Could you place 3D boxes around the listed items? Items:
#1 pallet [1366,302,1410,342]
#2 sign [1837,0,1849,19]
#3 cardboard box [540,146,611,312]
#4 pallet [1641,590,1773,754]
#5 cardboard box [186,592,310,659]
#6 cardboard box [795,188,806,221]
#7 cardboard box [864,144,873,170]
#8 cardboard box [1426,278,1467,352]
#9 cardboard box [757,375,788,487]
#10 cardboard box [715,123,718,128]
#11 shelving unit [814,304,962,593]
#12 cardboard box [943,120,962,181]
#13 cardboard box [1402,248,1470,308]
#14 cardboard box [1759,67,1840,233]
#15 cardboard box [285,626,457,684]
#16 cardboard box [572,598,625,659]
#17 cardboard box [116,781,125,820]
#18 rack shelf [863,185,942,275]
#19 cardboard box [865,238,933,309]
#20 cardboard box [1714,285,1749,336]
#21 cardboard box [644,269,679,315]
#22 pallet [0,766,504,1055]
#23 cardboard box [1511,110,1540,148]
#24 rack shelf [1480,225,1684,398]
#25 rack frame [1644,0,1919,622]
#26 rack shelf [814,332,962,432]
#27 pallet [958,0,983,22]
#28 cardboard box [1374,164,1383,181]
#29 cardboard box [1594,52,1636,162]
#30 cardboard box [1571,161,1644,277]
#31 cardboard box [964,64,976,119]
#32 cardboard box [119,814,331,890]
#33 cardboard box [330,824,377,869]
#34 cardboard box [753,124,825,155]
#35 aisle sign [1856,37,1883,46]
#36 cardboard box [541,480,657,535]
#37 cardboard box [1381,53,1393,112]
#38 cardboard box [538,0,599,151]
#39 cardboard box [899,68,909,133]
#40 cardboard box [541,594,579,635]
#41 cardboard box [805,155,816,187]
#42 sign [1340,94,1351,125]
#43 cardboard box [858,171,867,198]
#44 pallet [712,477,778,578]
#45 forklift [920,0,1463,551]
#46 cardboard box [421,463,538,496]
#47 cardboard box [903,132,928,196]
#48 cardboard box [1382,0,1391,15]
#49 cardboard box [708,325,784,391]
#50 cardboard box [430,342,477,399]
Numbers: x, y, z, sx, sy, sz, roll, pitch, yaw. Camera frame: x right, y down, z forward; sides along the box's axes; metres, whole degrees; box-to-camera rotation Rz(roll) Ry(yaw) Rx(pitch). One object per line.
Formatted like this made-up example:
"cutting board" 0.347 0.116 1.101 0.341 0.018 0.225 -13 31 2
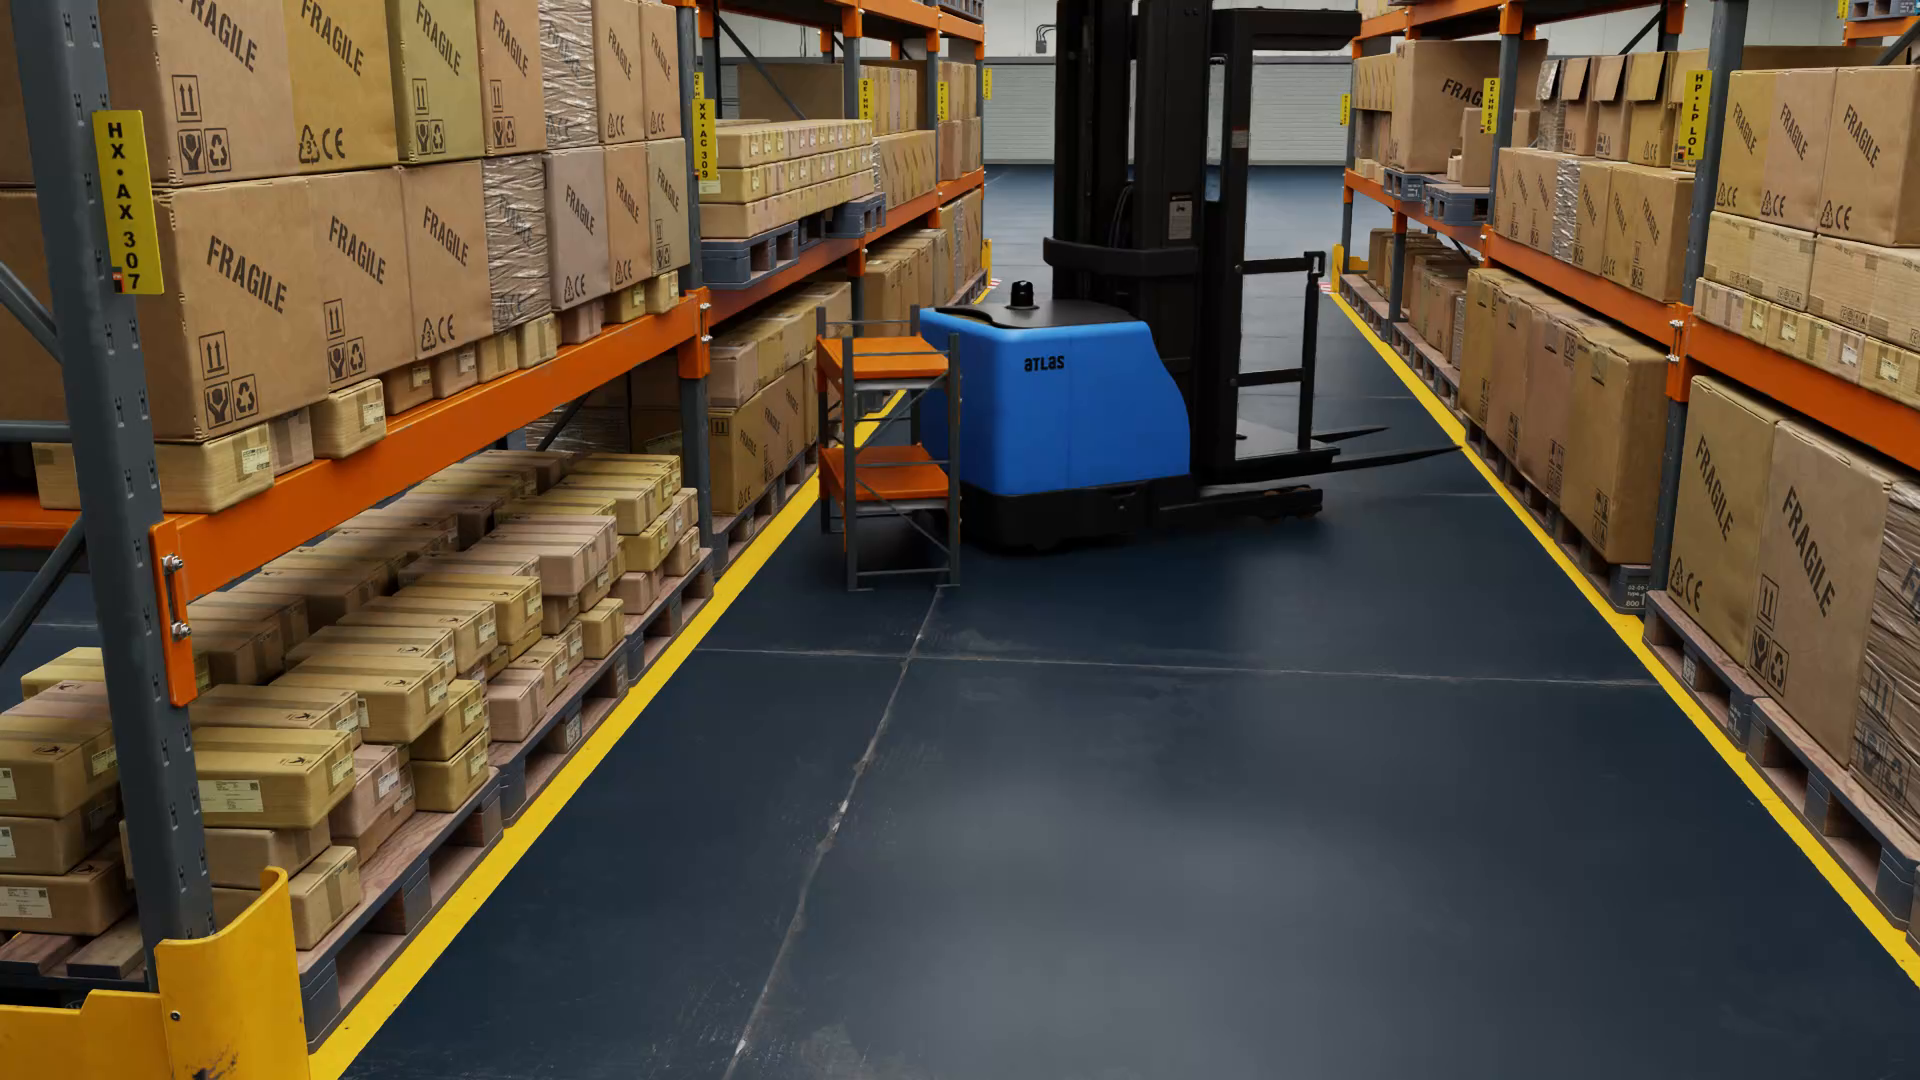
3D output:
"pallet" 4.265 -1.976 15.064 1.003 0.211 1.213 2 15 6
"sign" 9.051 -5.508 17.021 0.100 0.325 0.005 2 15 6
"cardboard box" -1.486 -1.039 5.495 0.500 0.500 0.500 2 15 6
"pallet" 3.158 0.469 6.022 1.003 0.211 1.213 2 15 6
"cardboard box" -2.183 0.264 4.957 0.380 0.149 0.250 2 15 8
"cardboard box" -0.979 -1.682 8.313 0.380 0.149 0.250 1 15 4
"cardboard box" -0.747 -2.365 10.269 0.380 0.149 0.250 2 15 7
"cardboard box" 3.998 -1.725 12.743 0.700 0.500 0.500 0 15 1
"cardboard box" -1.191 -0.561 8.475 0.500 0.500 0.500 2 15 9
"cardboard box" -1.535 -2.195 9.070 0.380 0.149 0.250 2 15 8
"shelving unit" -0.348 -0.457 7.699 0.538 1.125 1.048 -3 15 -11
"cardboard box" -0.446 -3.767 16.060 0.875 0.550 0.550 2 15 6
"cardboard box" 4.366 -2.394 15.253 0.500 0.500 0.500 7 17 24
"cardboard box" 2.950 -1.261 5.359 0.500 0.500 0.500 2 15 6
"cardboard box" -1.637 0.350 4.637 0.380 0.149 0.250 1 15 4
"cardboard box" -1.418 0.310 5.928 0.380 0.149 0.250 2 15 6
"cardboard box" -2.188 0.612 4.240 0.380 0.149 0.250 1 15 5
"rack shelf" -0.918 -2.453 12.865 1.077 0.370 4.000 2 15 6
"cardboard box" -0.786 -2.022 13.398 1.050 0.750 0.750 2 15 6
"cardboard box" 2.928 -0.815 5.912 0.380 0.149 0.250 1 15 4
"cardboard box" -1.316 -0.972 6.491 0.380 0.149 0.250 1 15 5
"pallet" -1.911 0.910 4.392 1.003 0.211 1.213 2 15 6
"cardboard box" 3.794 -2.501 10.670 0.500 0.500 0.500 0 15 -1
"rack shelf" 3.547 -1.243 8.391 1.077 0.370 4.000 2 15 6
"rack frame" 3.321 -1.072 6.379 1.000 3.000 0.127 2 15 6
"rack shelf" -0.348 -0.740 7.622 0.538 0.278 1.000 -3 15 -11
"pallet" -0.315 -5.569 17.434 1.003 0.211 1.213 2 15 6
"cardboard box" 4.140 -3.478 15.761 0.380 0.149 0.250 2 15 6
"cardboard box" 3.529 -2.109 8.103 0.797 0.503 0.637 2 15 8
"cardboard box" 3.218 -1.513 7.820 0.500 0.500 0.500 2 15 6
"cardboard box" -0.292 -4.710 17.476 0.875 0.550 0.550 2 15 6
"cardboard box" -1.733 0.695 3.933 0.380 0.149 0.250 2 15 9
"cardboard box" -1.721 0.770 4.225 0.380 0.149 0.250 2 15 6
"cardboard box" -0.922 -2.107 8.744 0.380 0.149 0.250 2 15 8
"aisle sign" 9.314 -5.320 17.111 0.394 0.787 0.004 2 15 6
"cardboard box" -1.387 -0.126 6.397 0.380 0.149 0.250 2 15 6
"cardboard box" 4.057 -4.076 14.811 0.500 0.500 0.500 2 15 6
"cardboard box" -1.505 -1.522 5.368 0.500 0.500 0.500 2 15 8
"cardboard box" -0.799 -3.587 13.576 0.700 0.500 0.500 1 15 5
"cardboard box" -1.531 0.215 5.707 0.380 0.149 0.250 1 15 4
"cardboard box" -0.951 -1.898 8.542 0.380 0.149 0.250 1 15 5
"sign" 4.136 -4.618 17.835 0.100 0.325 0.005 2 15 6
"cardboard box" -0.773 -2.157 10.070 0.380 0.149 0.250 2 15 6
"pallet" -1.509 -0.100 8.127 1.003 0.211 1.213 2 15 6
"forklift" 1.293 -1.612 8.507 3.031 2.935 1.130 -8 17 -26
"cardboard box" -1.930 -0.205 6.690 0.380 0.149 0.250 2 15 9
"cardboard box" -0.543 -3.093 13.662 0.500 0.500 0.500 2 15 6
"cardboard box" 4.138 -4.916 15.135 0.500 0.250 0.500 2 15 6
"cardboard box" -1.192 -0.924 8.381 0.500 0.250 0.500 2 15 8
"cardboard box" -1.609 -0.499 4.743 0.380 0.149 0.250 1 15 5
